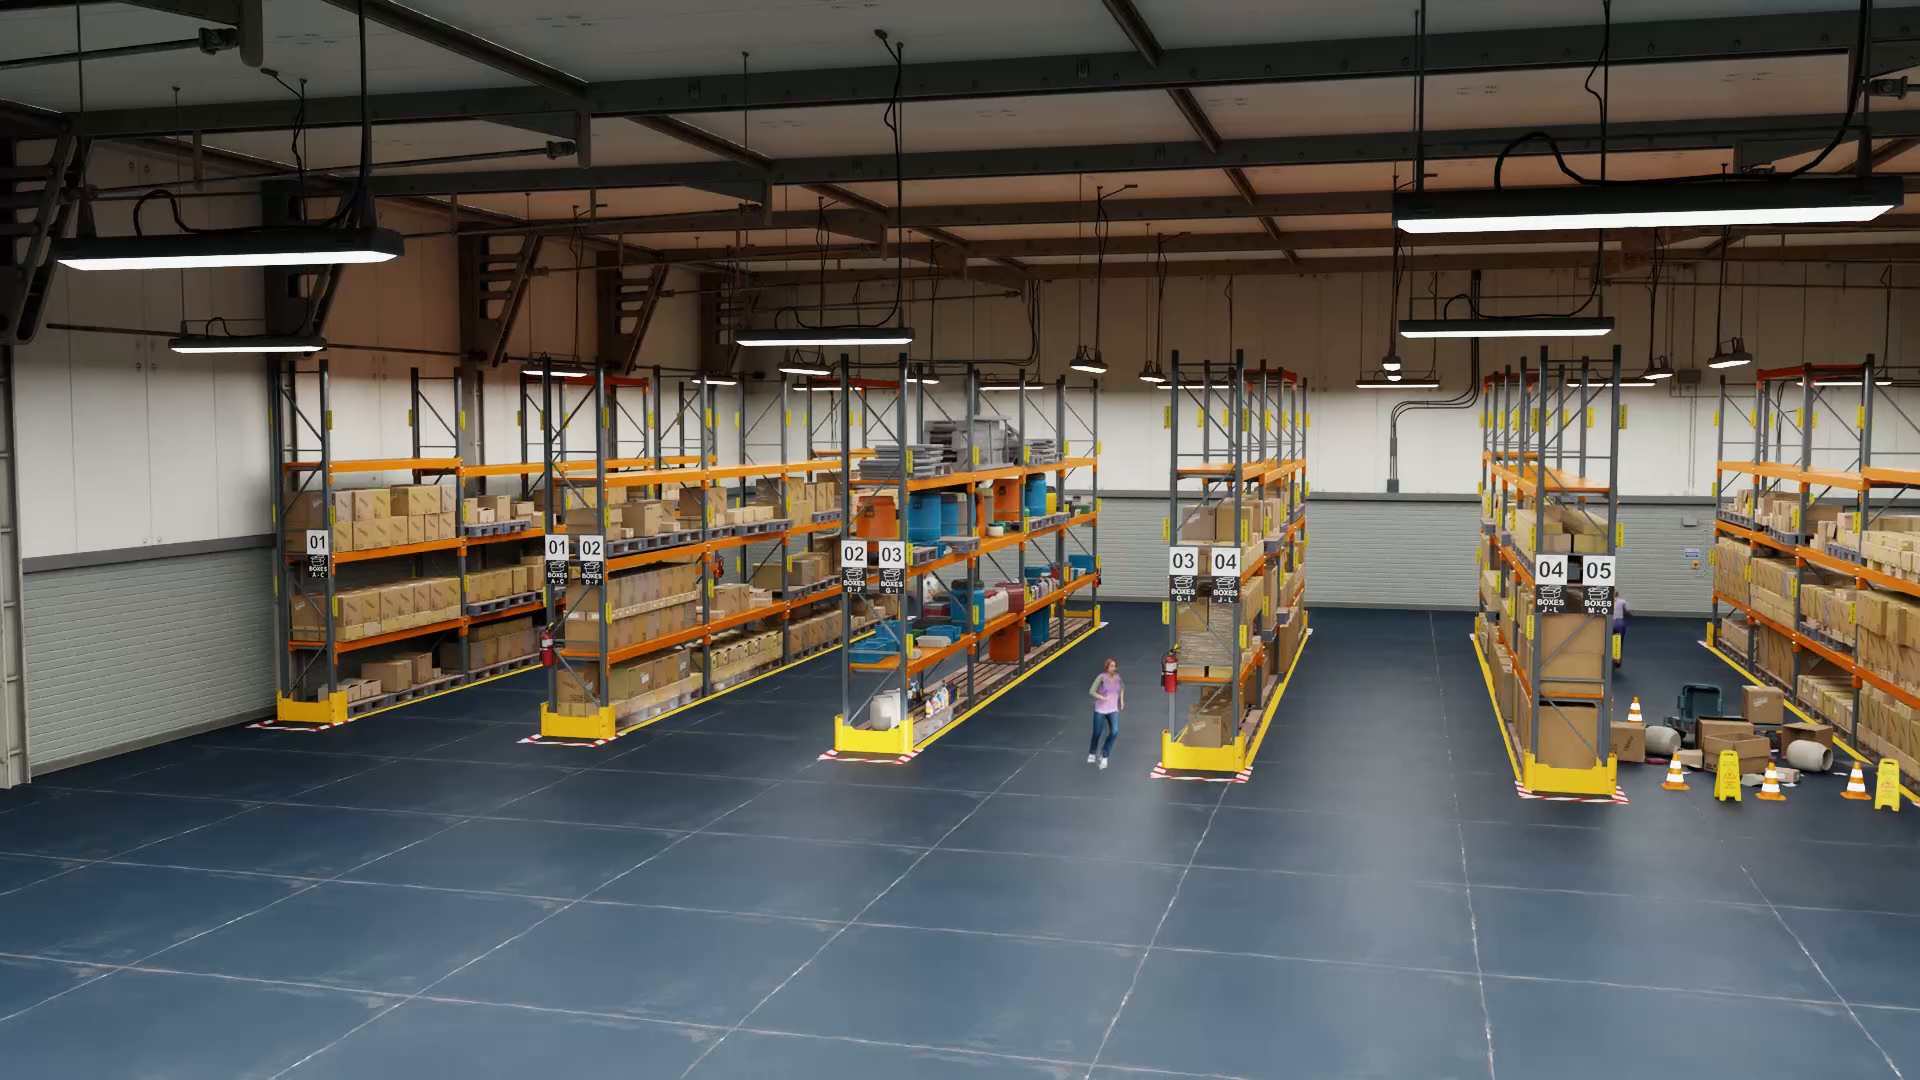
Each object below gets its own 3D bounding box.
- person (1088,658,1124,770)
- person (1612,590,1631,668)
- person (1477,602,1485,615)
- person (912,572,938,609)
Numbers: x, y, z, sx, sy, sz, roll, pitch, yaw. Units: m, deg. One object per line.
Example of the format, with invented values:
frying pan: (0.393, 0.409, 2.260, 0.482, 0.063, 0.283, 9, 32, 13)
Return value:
person: (2.131, 2.492, 24.017, 0.598, 1.599, 0.671, -1, 4, -14)
person: (13.129, 1.810, 33.329, 0.601, 1.662, 0.941, 1, 4, 18)
person: (12.456, 1.352, 39.115, 0.571, 1.689, 0.672, -1, 4, -8)
person: (-0.814, 1.439, 38.187, 0.613, 1.660, 0.726, 1, 4, 10)
